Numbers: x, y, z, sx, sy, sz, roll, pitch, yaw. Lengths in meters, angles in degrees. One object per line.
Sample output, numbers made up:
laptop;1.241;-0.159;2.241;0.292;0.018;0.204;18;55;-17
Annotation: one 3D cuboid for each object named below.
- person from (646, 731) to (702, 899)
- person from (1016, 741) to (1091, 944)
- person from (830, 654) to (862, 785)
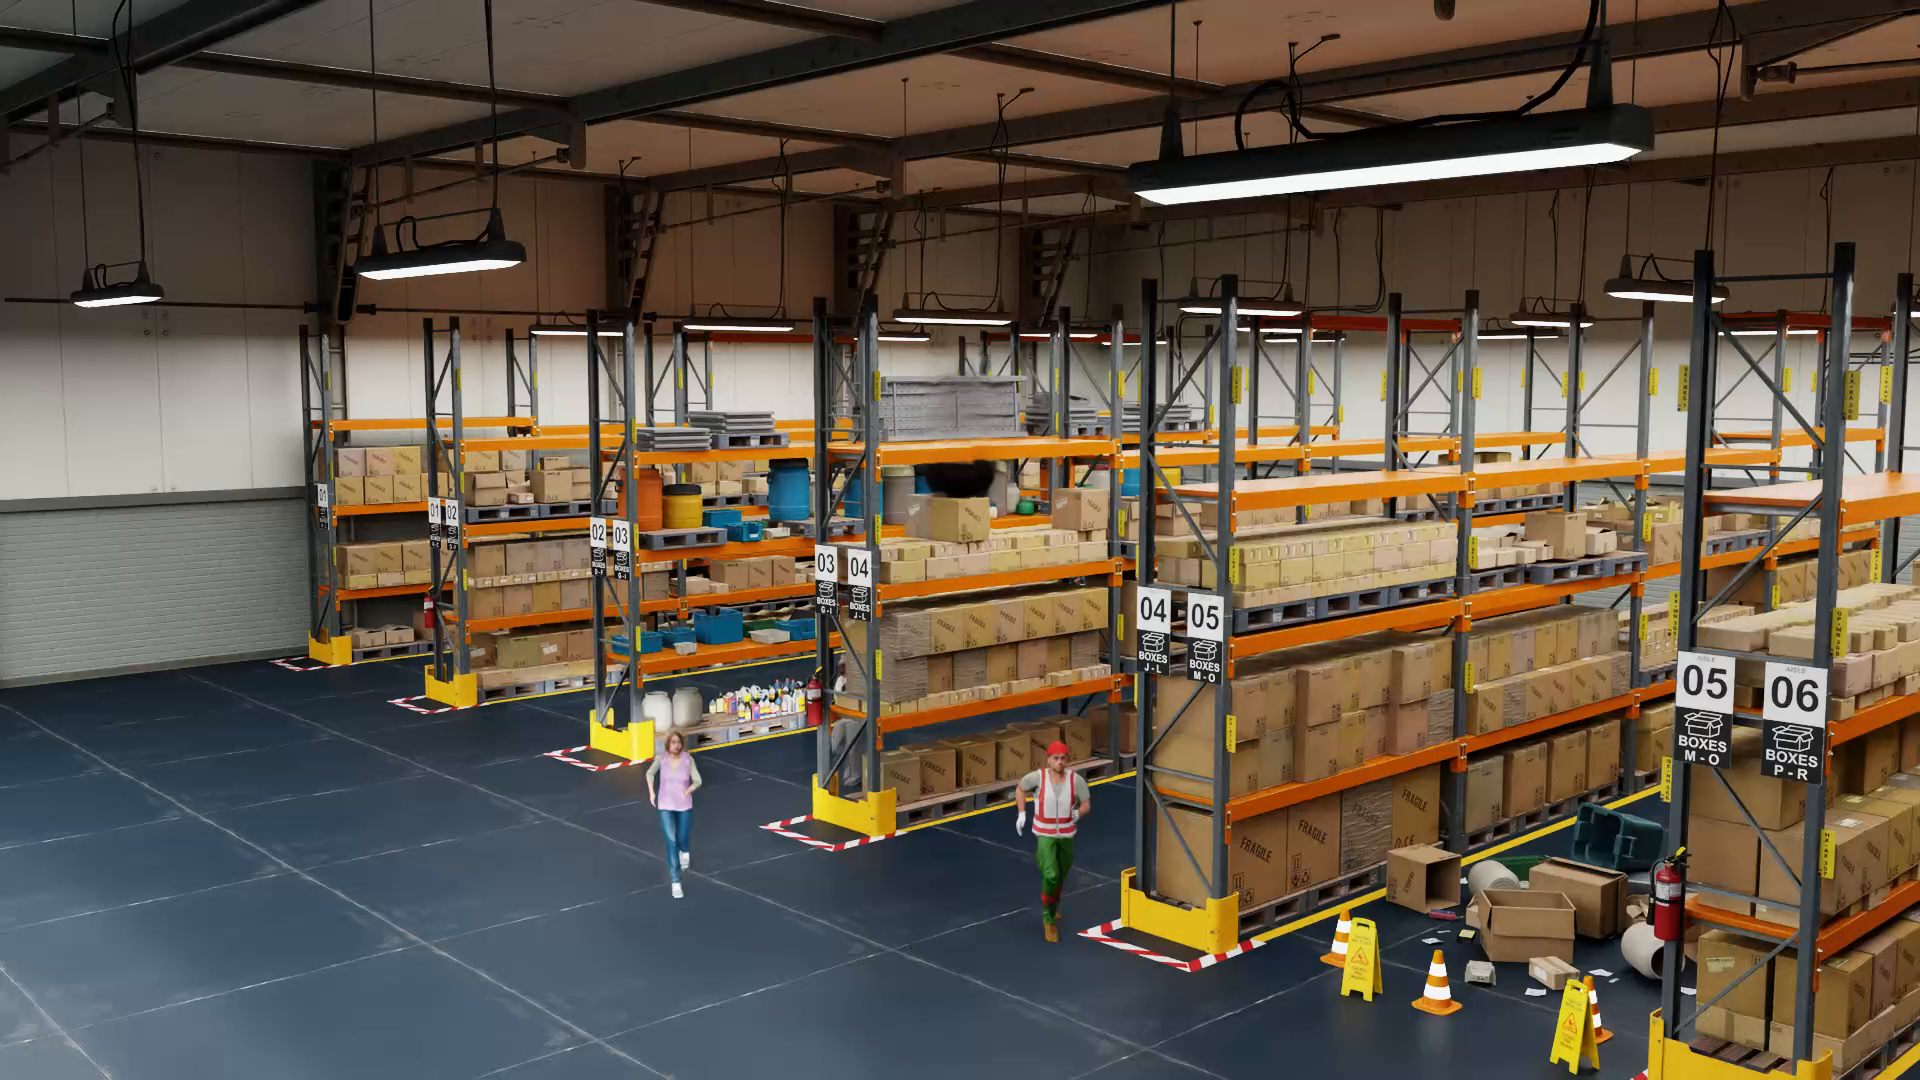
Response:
person;-2.866;2.692;16.689;0.544;1.599;0.873;-1;6;-13
person;0.865;2.741;15.243;0.644;1.839;0.857;-1;6;-12
person;-1.424;2.245;20.707;0.567;1.667;0.561;-5;8;-43
